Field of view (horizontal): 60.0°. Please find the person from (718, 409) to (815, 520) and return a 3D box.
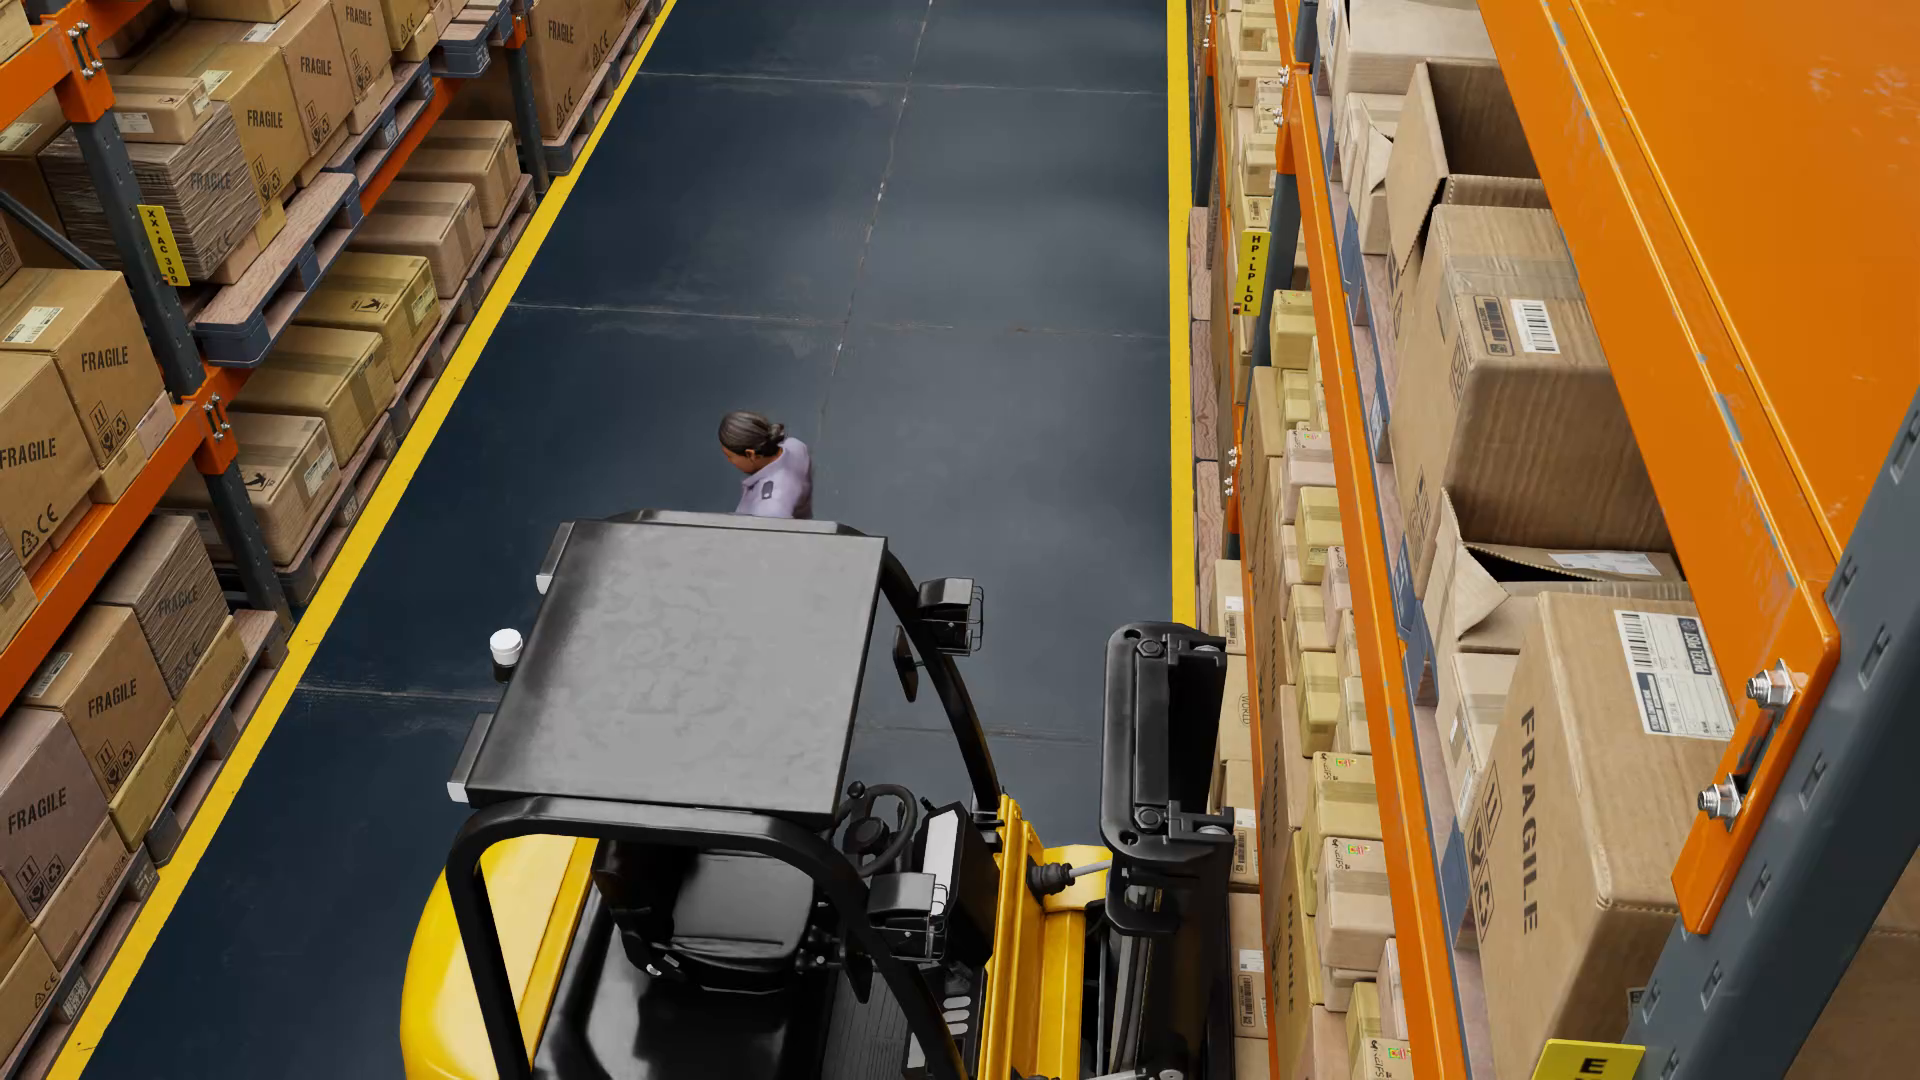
[{"bbox_3d":[-0.663,0.180,6.284,0.378,1.615,0.493,4,40,5],"label":"person"}]
